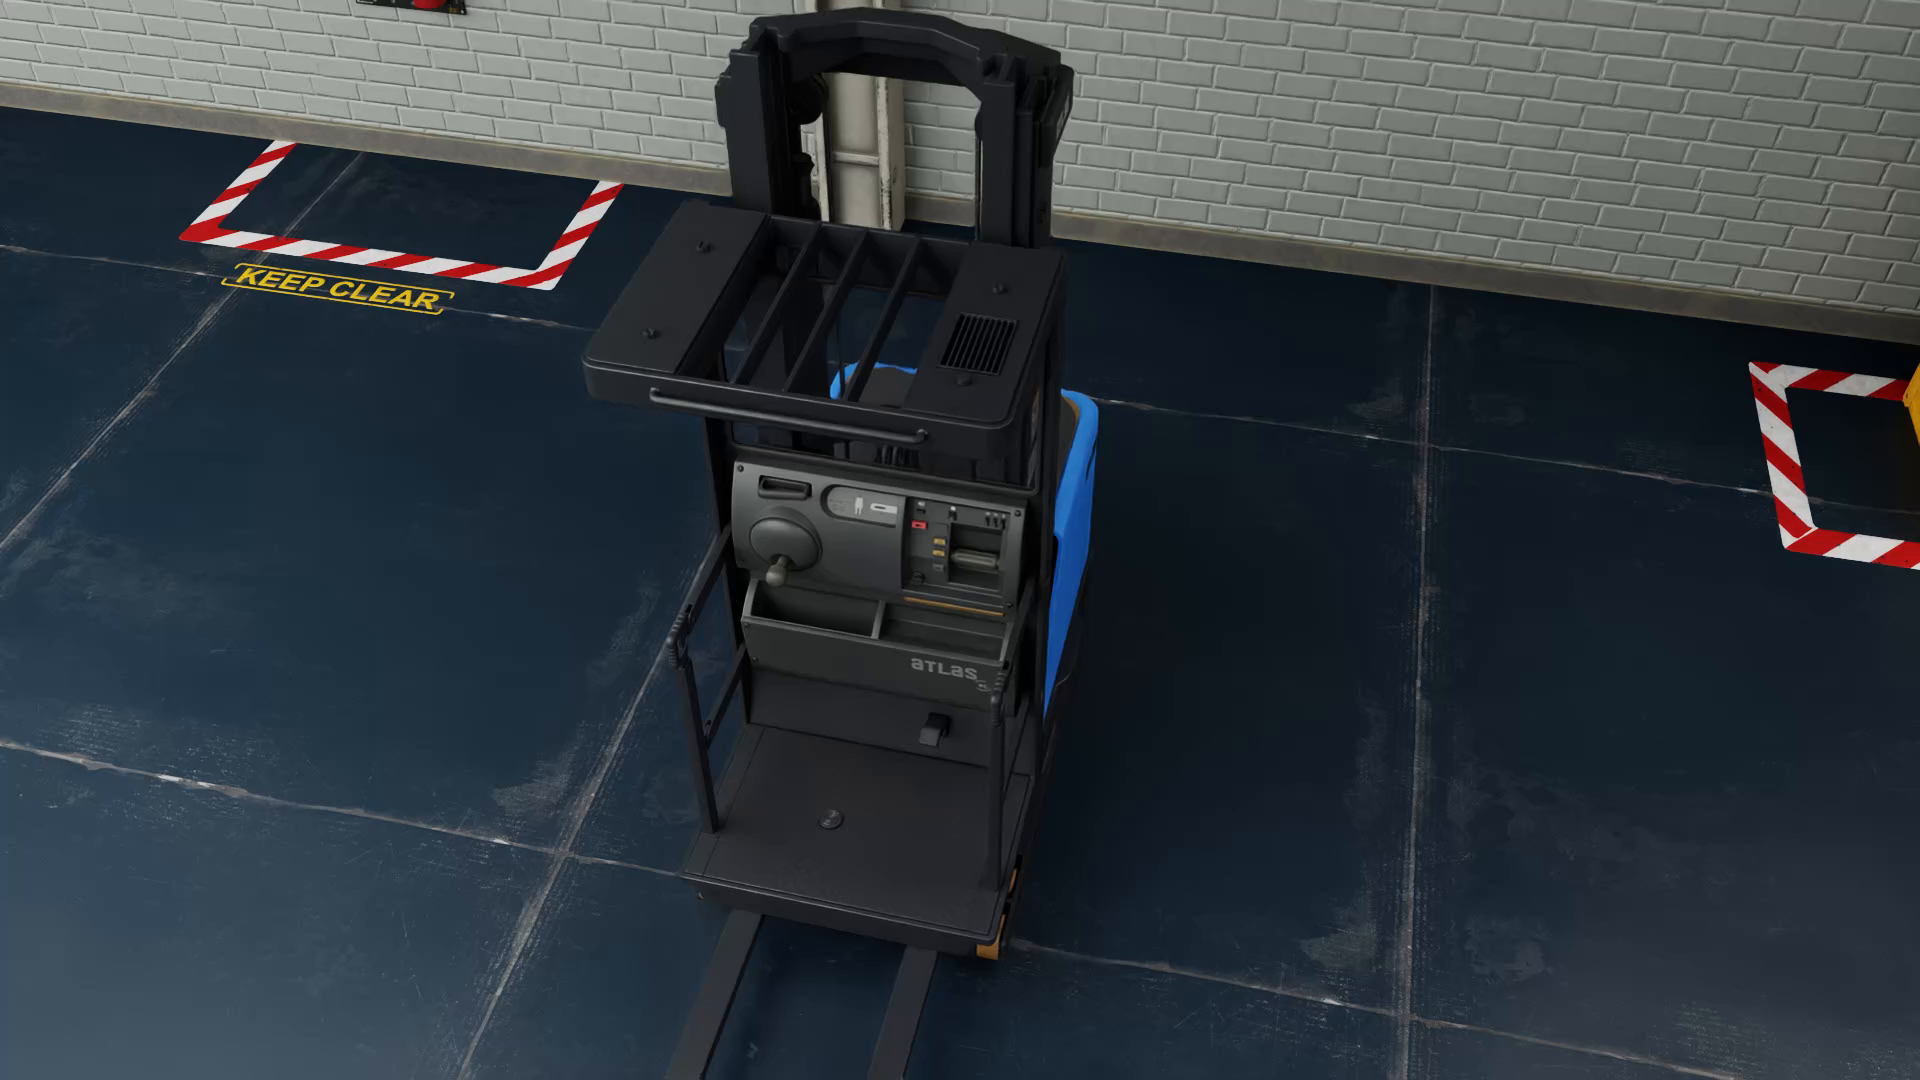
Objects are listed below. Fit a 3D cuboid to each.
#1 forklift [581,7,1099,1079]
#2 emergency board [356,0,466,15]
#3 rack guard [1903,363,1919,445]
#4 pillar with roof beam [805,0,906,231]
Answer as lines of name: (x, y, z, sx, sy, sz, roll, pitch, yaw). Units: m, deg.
forklift: (-0.308, 0.084, 5.009, 1.130, 2.935, 3.031, 9, 45, 10)
emergency board: (-2.922, -3.175, 8.345, 0.643, 1.169, 0.194, 9, 45, 9)
rack guard: (4.539, -0.475, 7.343, 0.348, 0.500, 1.175, 9, 45, 9)
pillar with roof beam: (-1.458, -2.023, 2.823, 0.400, 9.000, 9.100, 9, 45, 9)
